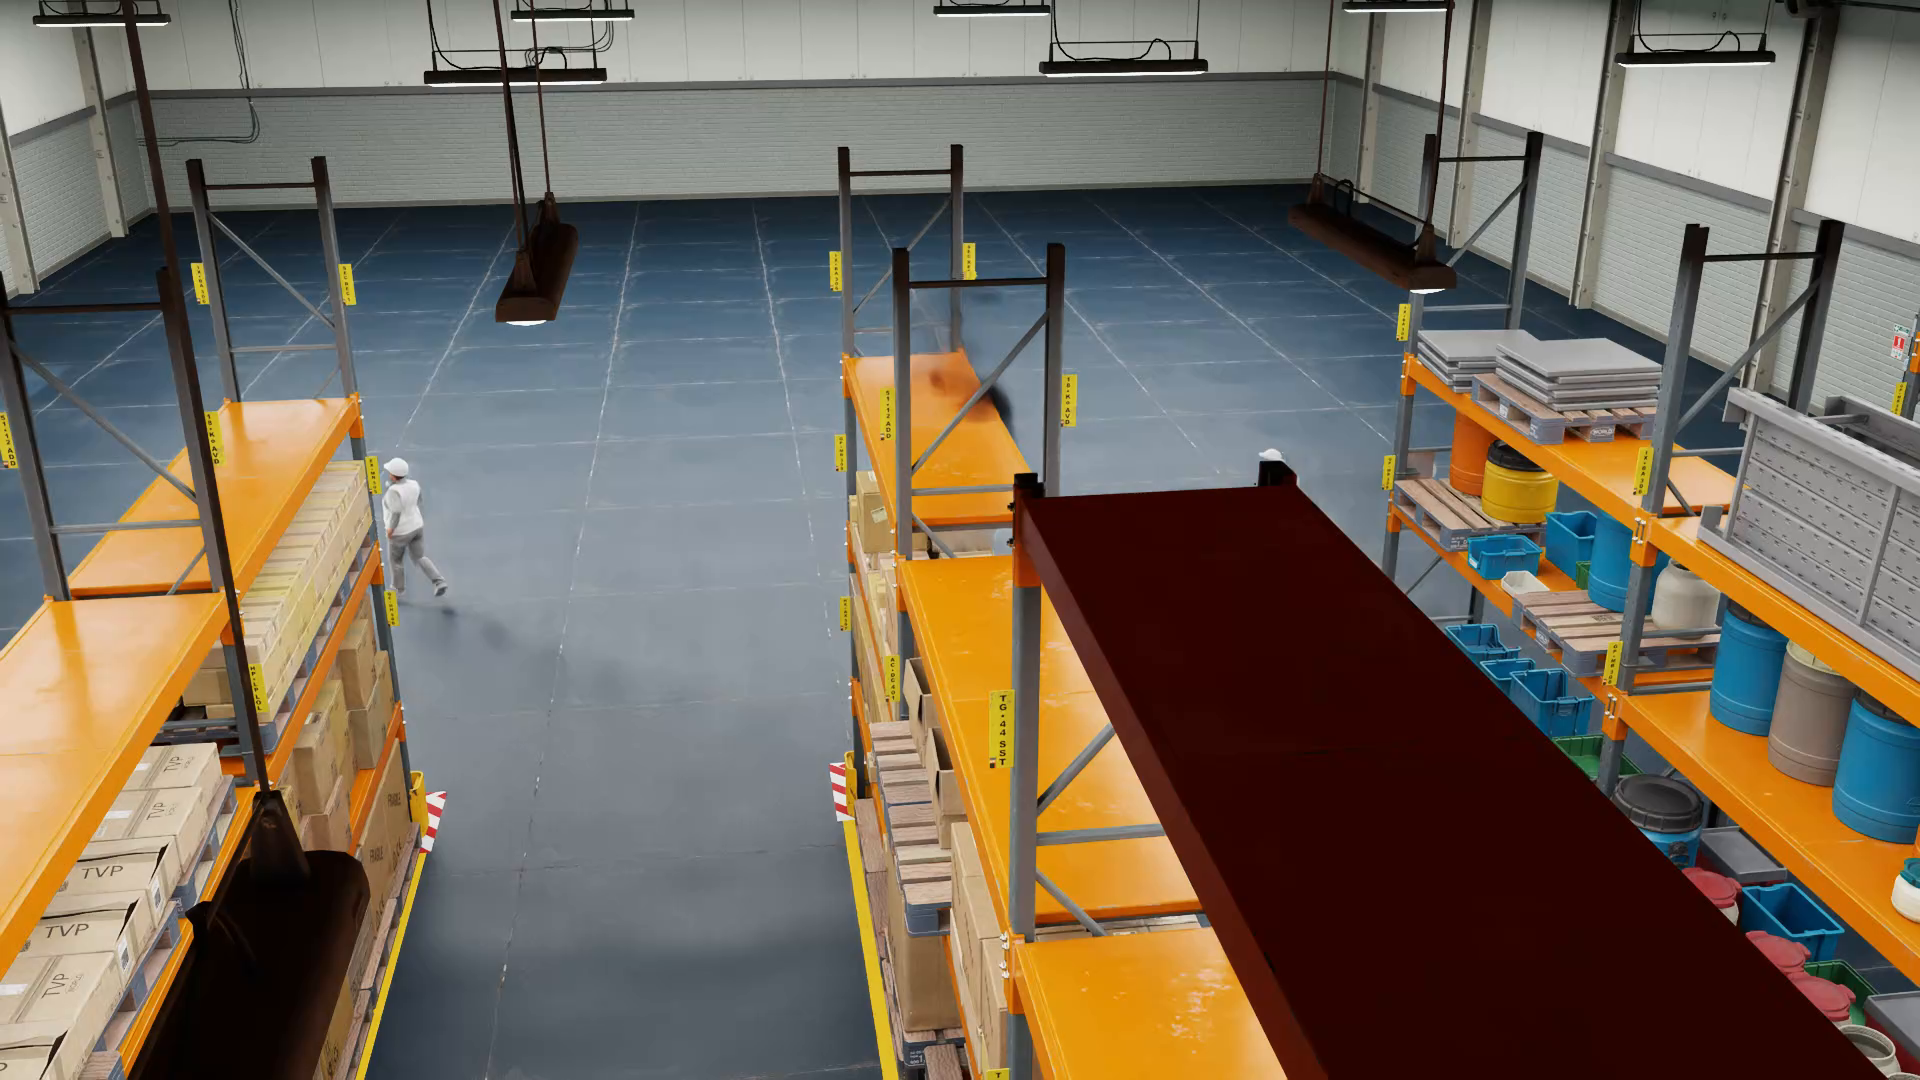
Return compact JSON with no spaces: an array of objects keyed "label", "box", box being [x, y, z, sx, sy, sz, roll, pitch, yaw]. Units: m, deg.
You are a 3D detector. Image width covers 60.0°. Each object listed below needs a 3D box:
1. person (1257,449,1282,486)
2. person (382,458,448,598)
[{"label":"person","box":[3.652,-0.214,19.797,0.749,1.825,0.635,7,23,16]},{"label":"person","box":[-6.472,-0.113,19.461,0.931,1.766,0.676,11,24,26]}]
